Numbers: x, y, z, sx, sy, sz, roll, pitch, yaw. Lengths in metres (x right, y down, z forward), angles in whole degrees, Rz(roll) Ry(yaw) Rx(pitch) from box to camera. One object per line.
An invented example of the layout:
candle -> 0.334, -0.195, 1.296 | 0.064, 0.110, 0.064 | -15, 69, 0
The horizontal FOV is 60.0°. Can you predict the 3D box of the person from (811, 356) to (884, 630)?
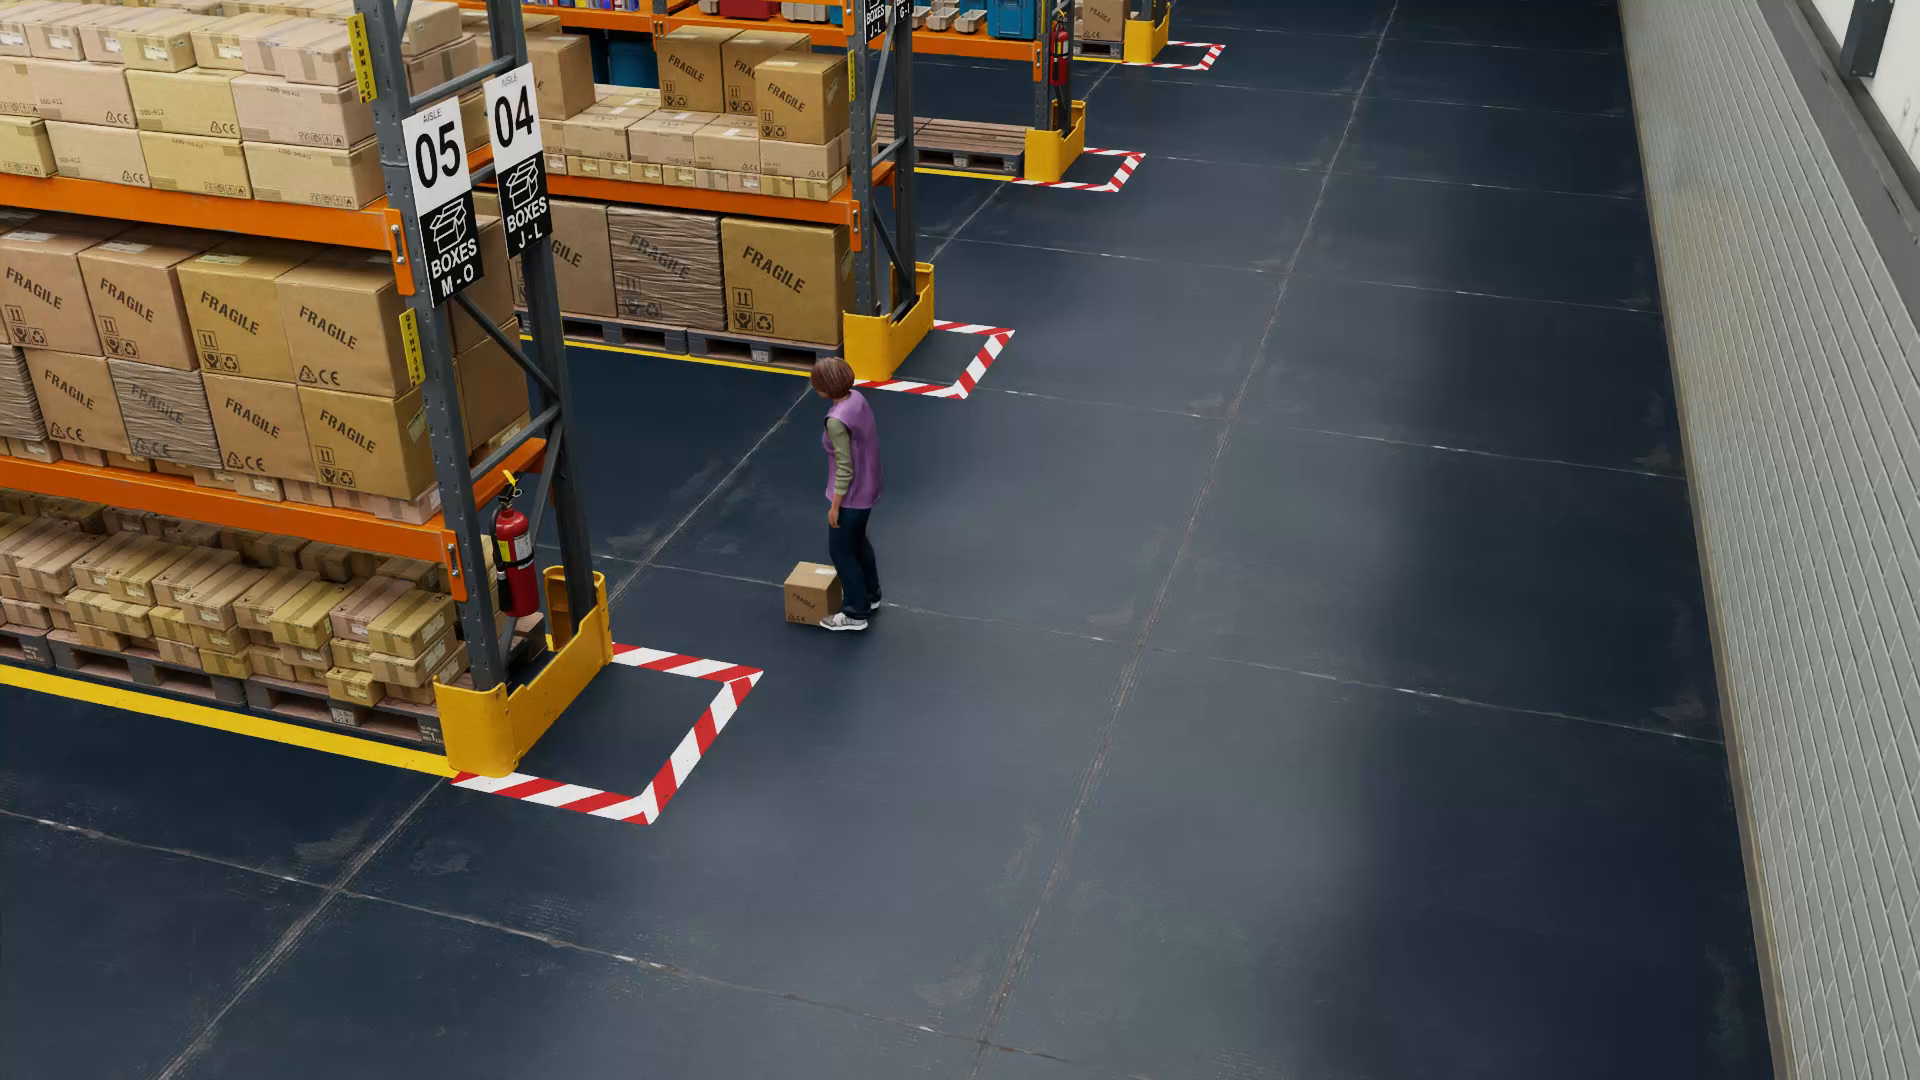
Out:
person -> -0.590, -0.252, 8.948 | 0.350, 1.593, 0.468 | 7, 30, 12
